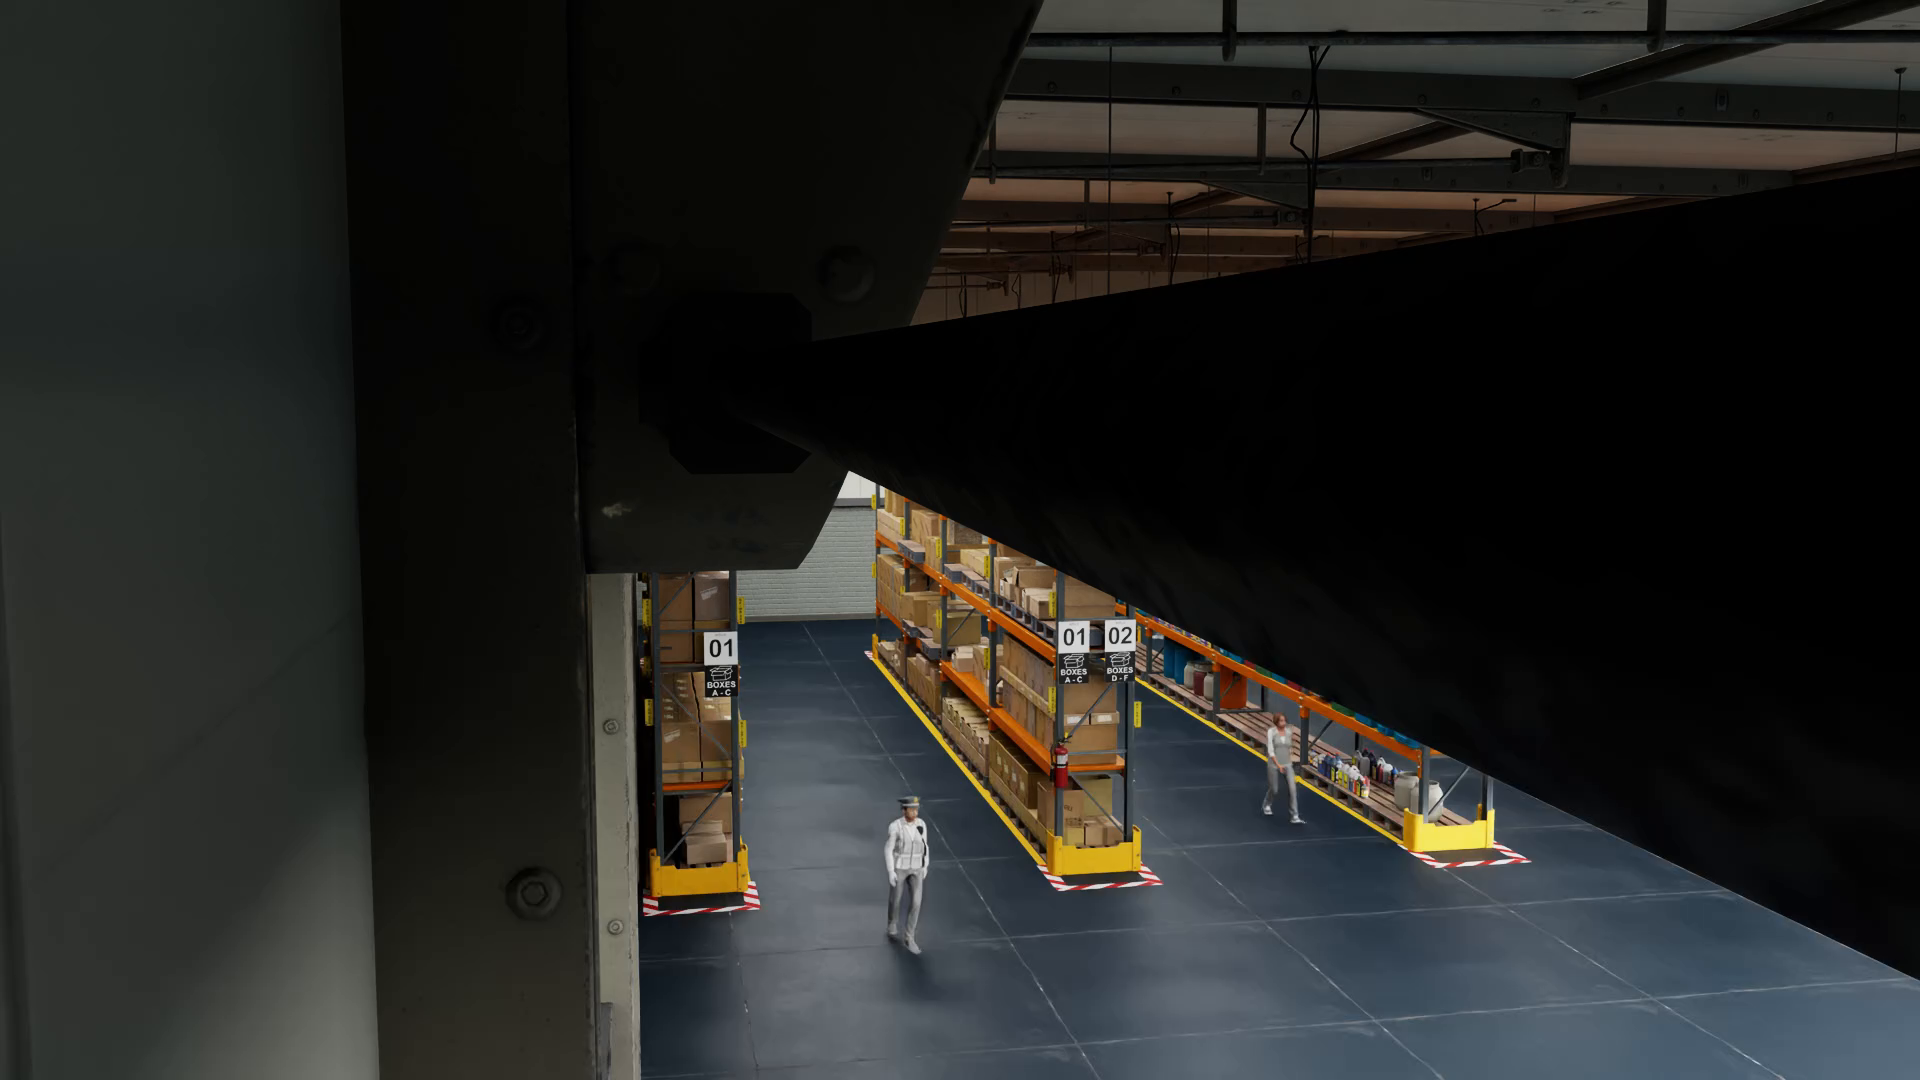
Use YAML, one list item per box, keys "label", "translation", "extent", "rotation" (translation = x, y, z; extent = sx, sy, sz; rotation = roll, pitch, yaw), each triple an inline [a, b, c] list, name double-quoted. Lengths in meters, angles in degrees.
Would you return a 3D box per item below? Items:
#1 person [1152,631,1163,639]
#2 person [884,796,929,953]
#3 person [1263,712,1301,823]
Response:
- label: "person"
  translation: [4.797, 1.487, 39.045]
  extent: [0.708, 1.651, 0.439]
  rotation: [-1, 6, -13]
- label: "person"
  translation: [-0.575, 3.646, 18.350]
  extent: [0.569, 1.684, 0.739]
  rotation: [-3, 6, -24]
- label: "person"
  translation: [4.522, 3.169, 23.338]
  extent: [0.444, 1.555, 0.733]
  rotation: [0, 6, -1]
